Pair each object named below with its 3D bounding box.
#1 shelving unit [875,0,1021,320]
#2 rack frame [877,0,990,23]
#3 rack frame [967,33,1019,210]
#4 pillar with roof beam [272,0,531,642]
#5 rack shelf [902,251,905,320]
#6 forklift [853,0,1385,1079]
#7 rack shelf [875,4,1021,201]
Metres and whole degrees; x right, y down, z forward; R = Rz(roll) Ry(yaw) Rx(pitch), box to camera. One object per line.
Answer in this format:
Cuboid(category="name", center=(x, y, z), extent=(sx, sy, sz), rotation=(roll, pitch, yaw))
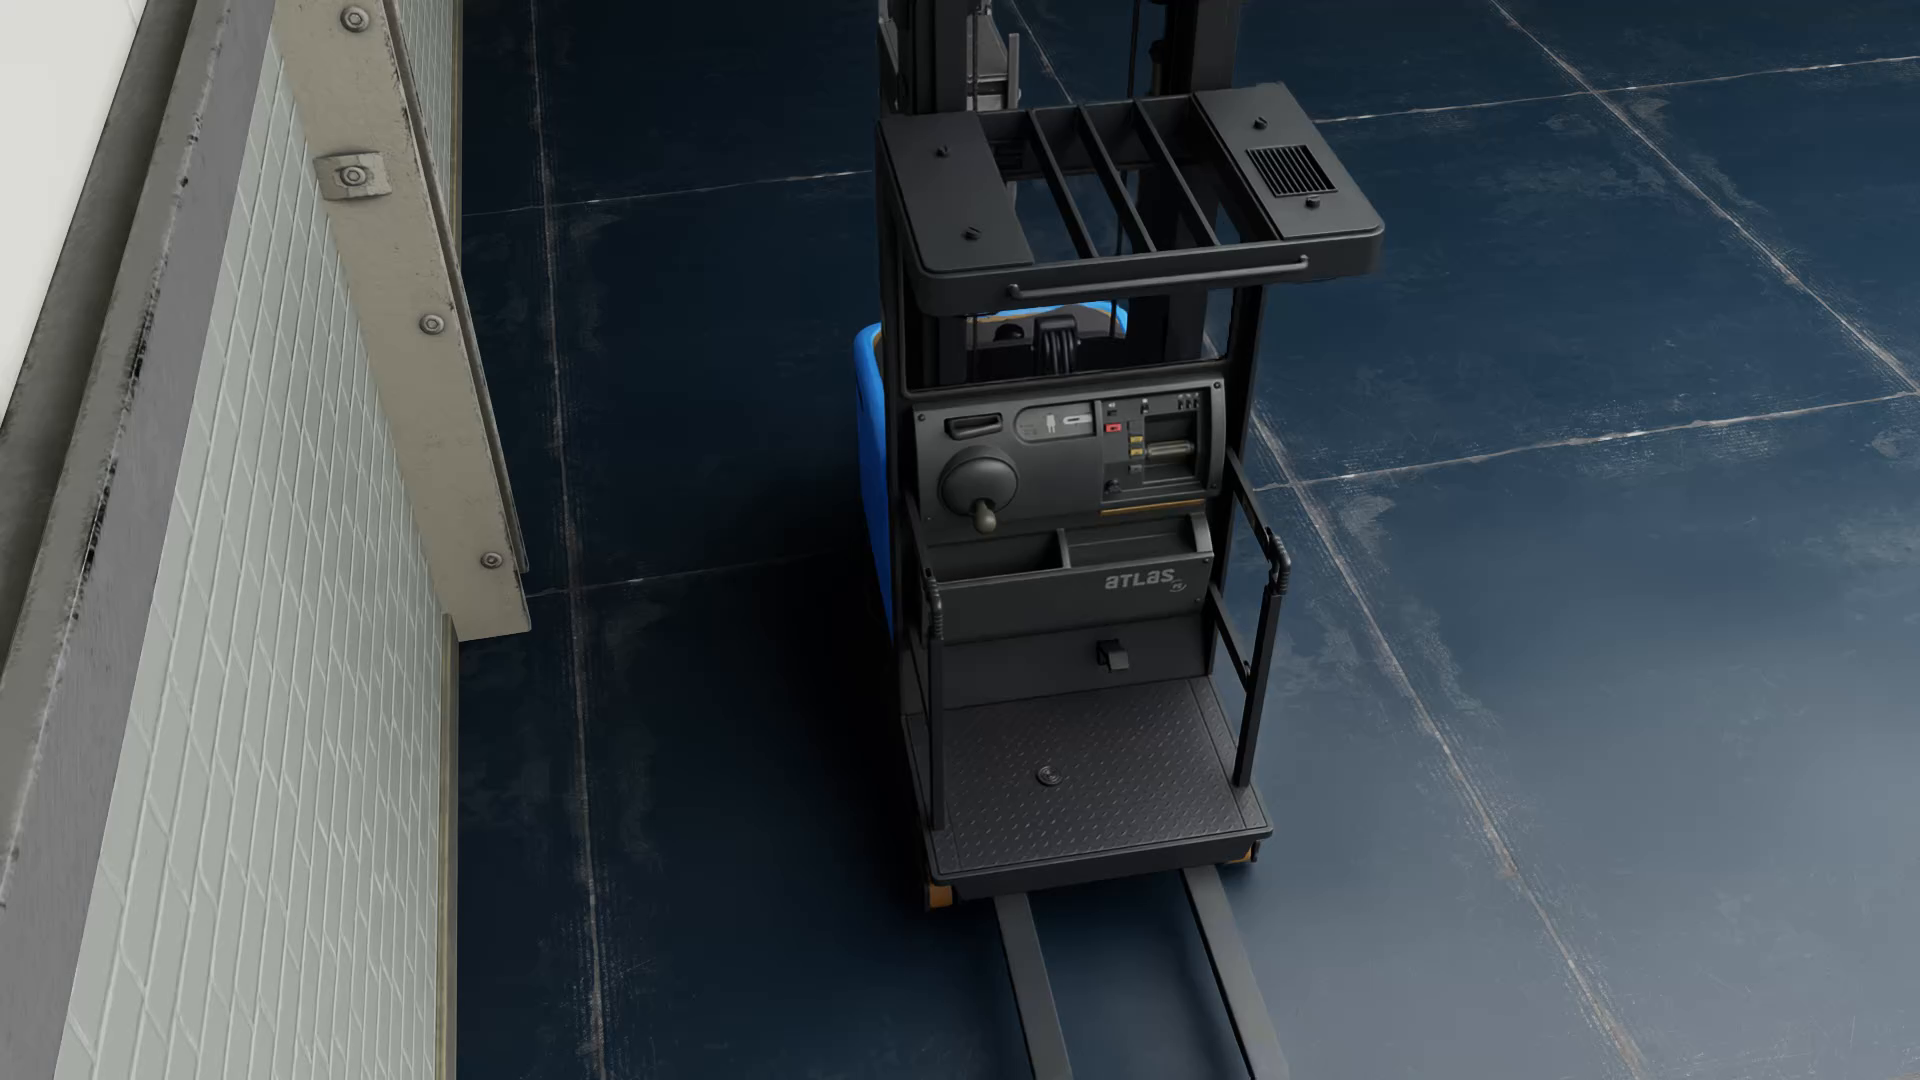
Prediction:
Cuboid(category="shelving unit", center=(-0.047, -1.010, 6.306), extent=(0.431, 2.100, 0.503), rotation=(-7, 42, -8))
Cuboid(category="rack frame", center=(-0.091, -1.170, 6.486), extent=(0.400, 2.100, 0.015), rotation=(-7, 42, -8))
Cuboid(category="rack frame", center=(-0.004, -0.851, 6.127), extent=(0.400, 2.100, 0.015), rotation=(-7, 42, -8))
Cuboid(category="pillar with roof beam", center=(2.370, -3.742, 4.186), extent=(9.100, 9.000, 0.400), rotation=(-8, 42, -9))
Cuboid(category="rack shelf", center=(-0.047, -1.000, 6.316), extent=(0.431, 0.518, 0.480), rotation=(-7, 42, -8))
Cuboid(category="forklift", center=(0.368, -0.170, 4.734), extent=(1.130, 2.935, 3.031), rotation=(-7, 42, -8))
Cuboid(category="rack shelf", center=(-0.047, -1.524, 5.851), extent=(0.431, 0.518, 0.480), rotation=(-7, 42, -8))
